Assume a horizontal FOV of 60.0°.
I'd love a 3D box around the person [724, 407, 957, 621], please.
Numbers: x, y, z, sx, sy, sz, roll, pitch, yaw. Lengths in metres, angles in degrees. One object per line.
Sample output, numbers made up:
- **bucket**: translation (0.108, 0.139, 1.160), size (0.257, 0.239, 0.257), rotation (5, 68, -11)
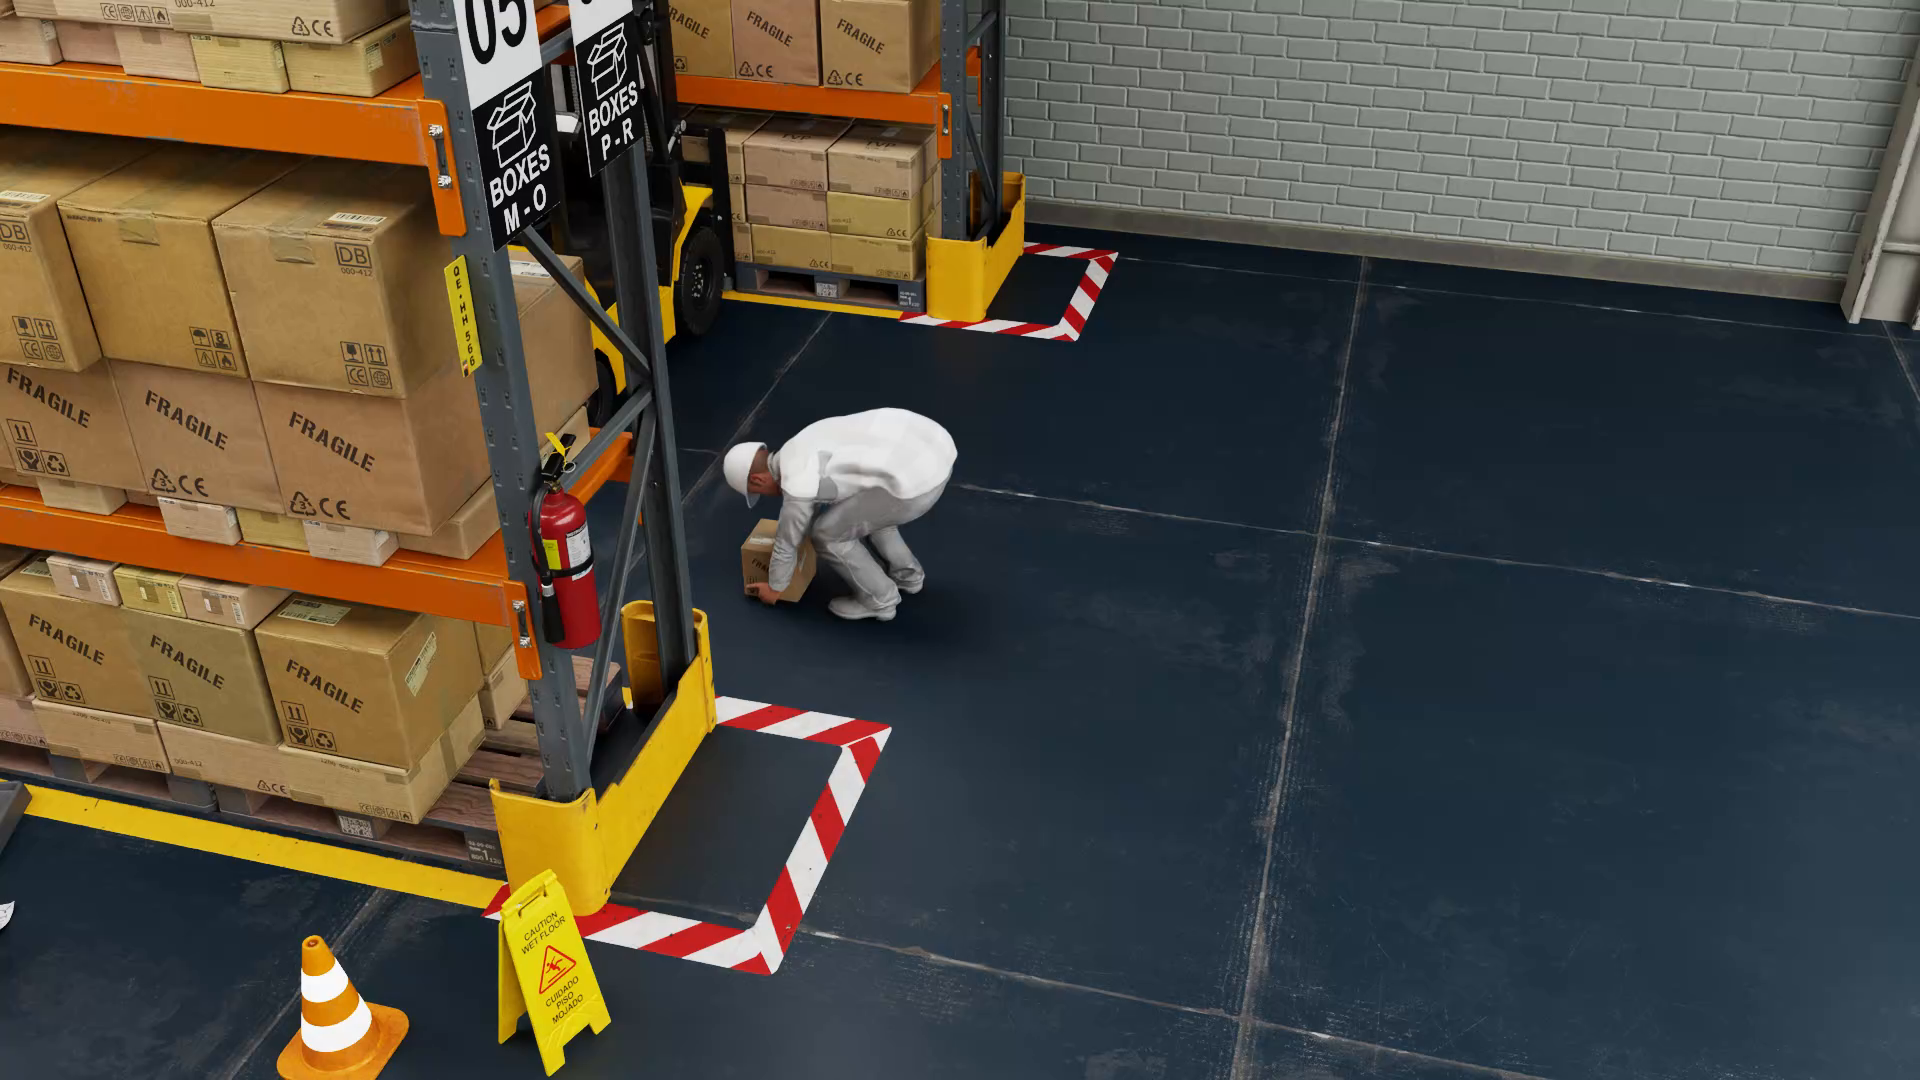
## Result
- **person**: translation (-0.519, -0.139, 7.124), size (0.998, 0.923, 0.504), rotation (7, 33, 10)
